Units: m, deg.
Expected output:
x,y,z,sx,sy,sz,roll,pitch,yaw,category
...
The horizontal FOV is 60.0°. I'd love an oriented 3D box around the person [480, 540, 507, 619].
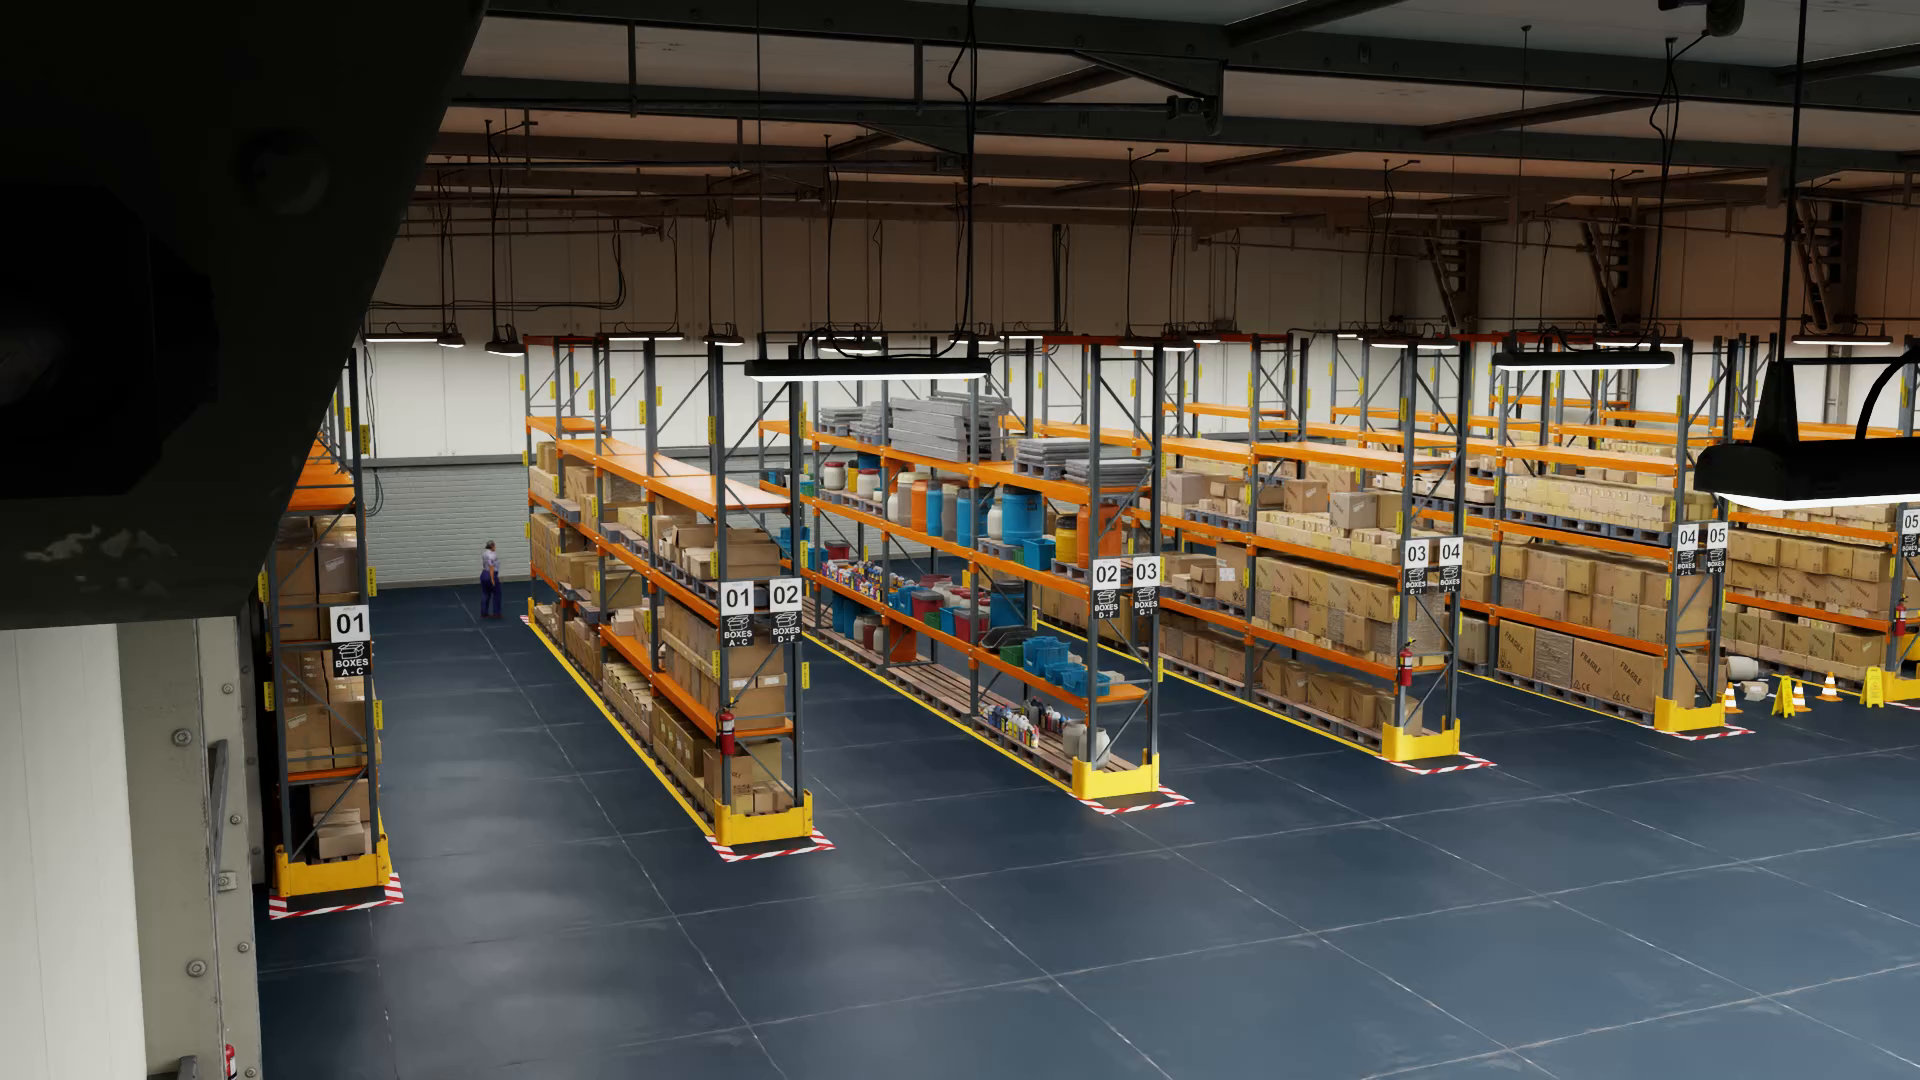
x,y,z,sx,sy,sz,roll,pitch,yaw,category
-9.930,0.851,35.242,0.511,1.696,0.533,-7,10,-40,person
